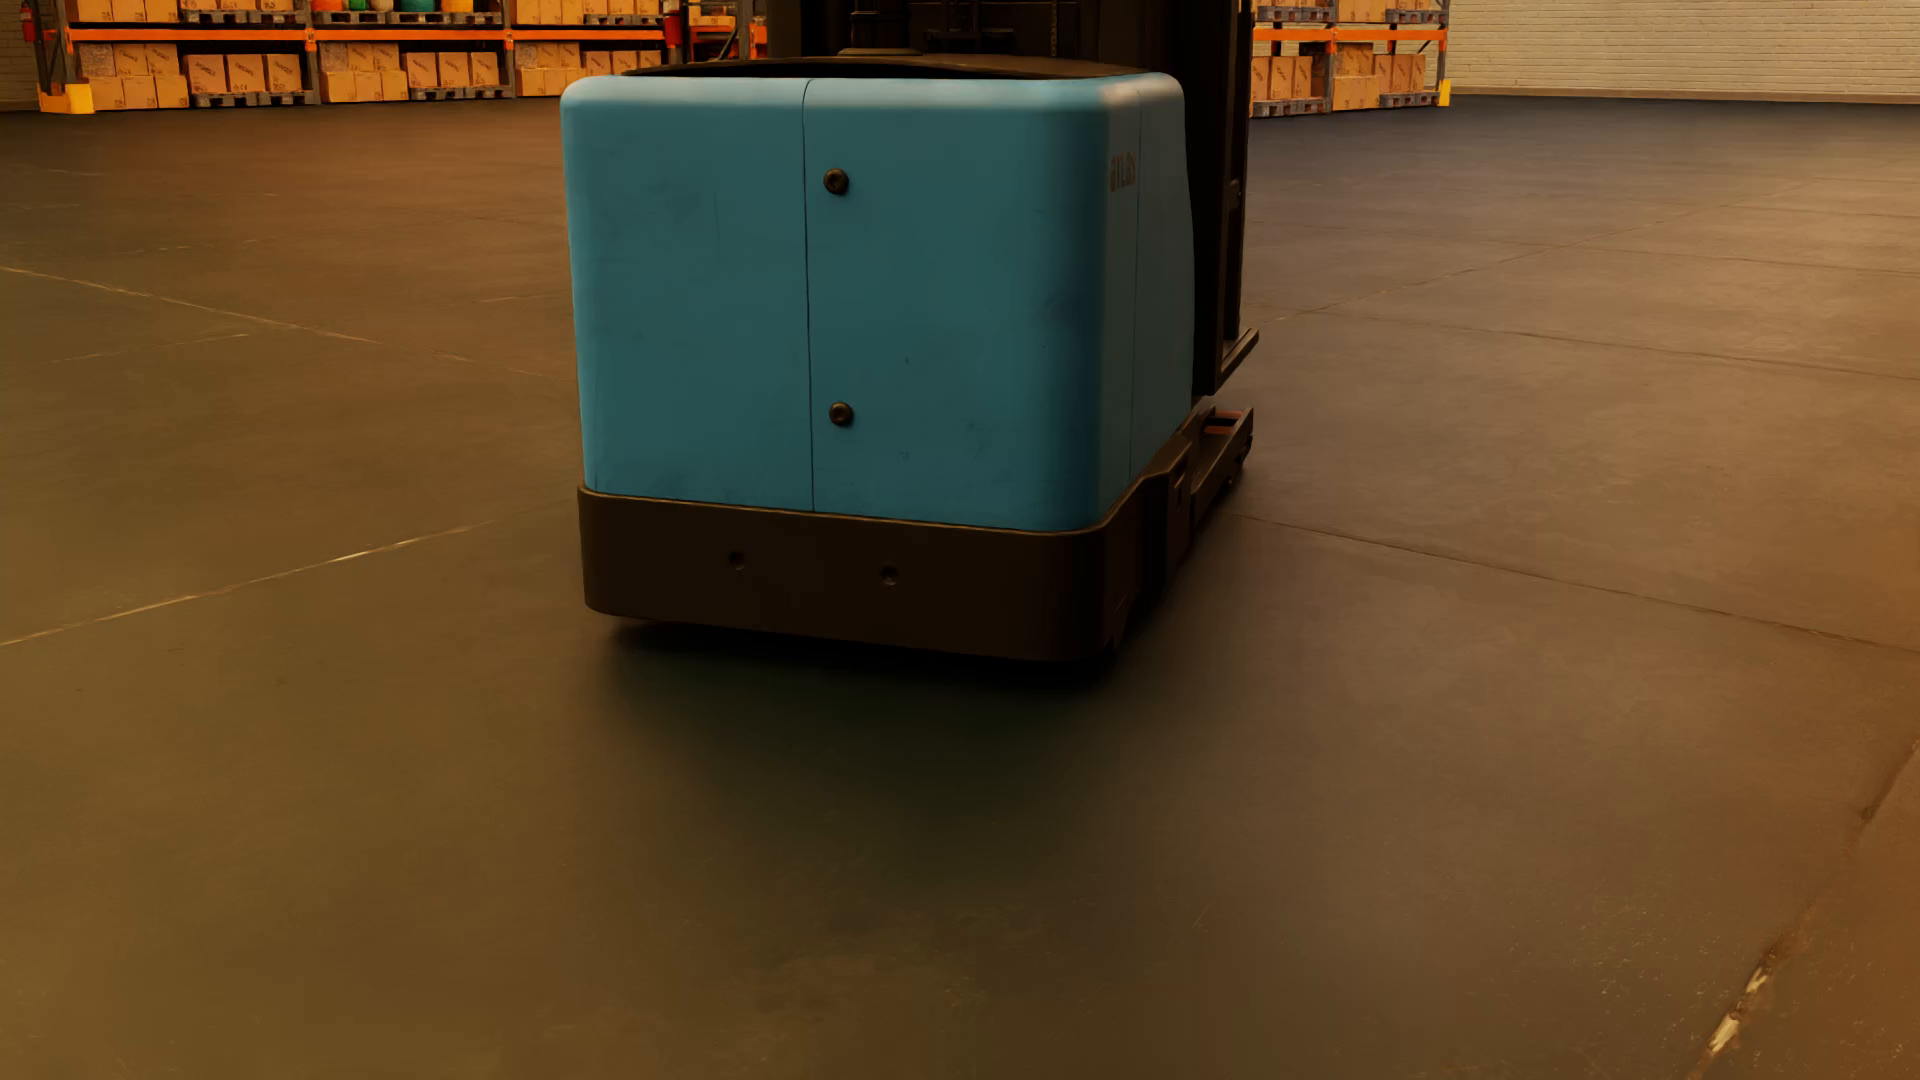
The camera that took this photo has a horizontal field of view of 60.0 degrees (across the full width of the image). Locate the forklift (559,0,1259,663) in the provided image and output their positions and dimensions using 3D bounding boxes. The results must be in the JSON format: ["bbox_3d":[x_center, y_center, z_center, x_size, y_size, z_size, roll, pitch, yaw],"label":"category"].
[{"bbox_3d":[0.182,-1.571,4.072,1.130,2.935,3.031,5,18,17],"label":"forklift"}]
